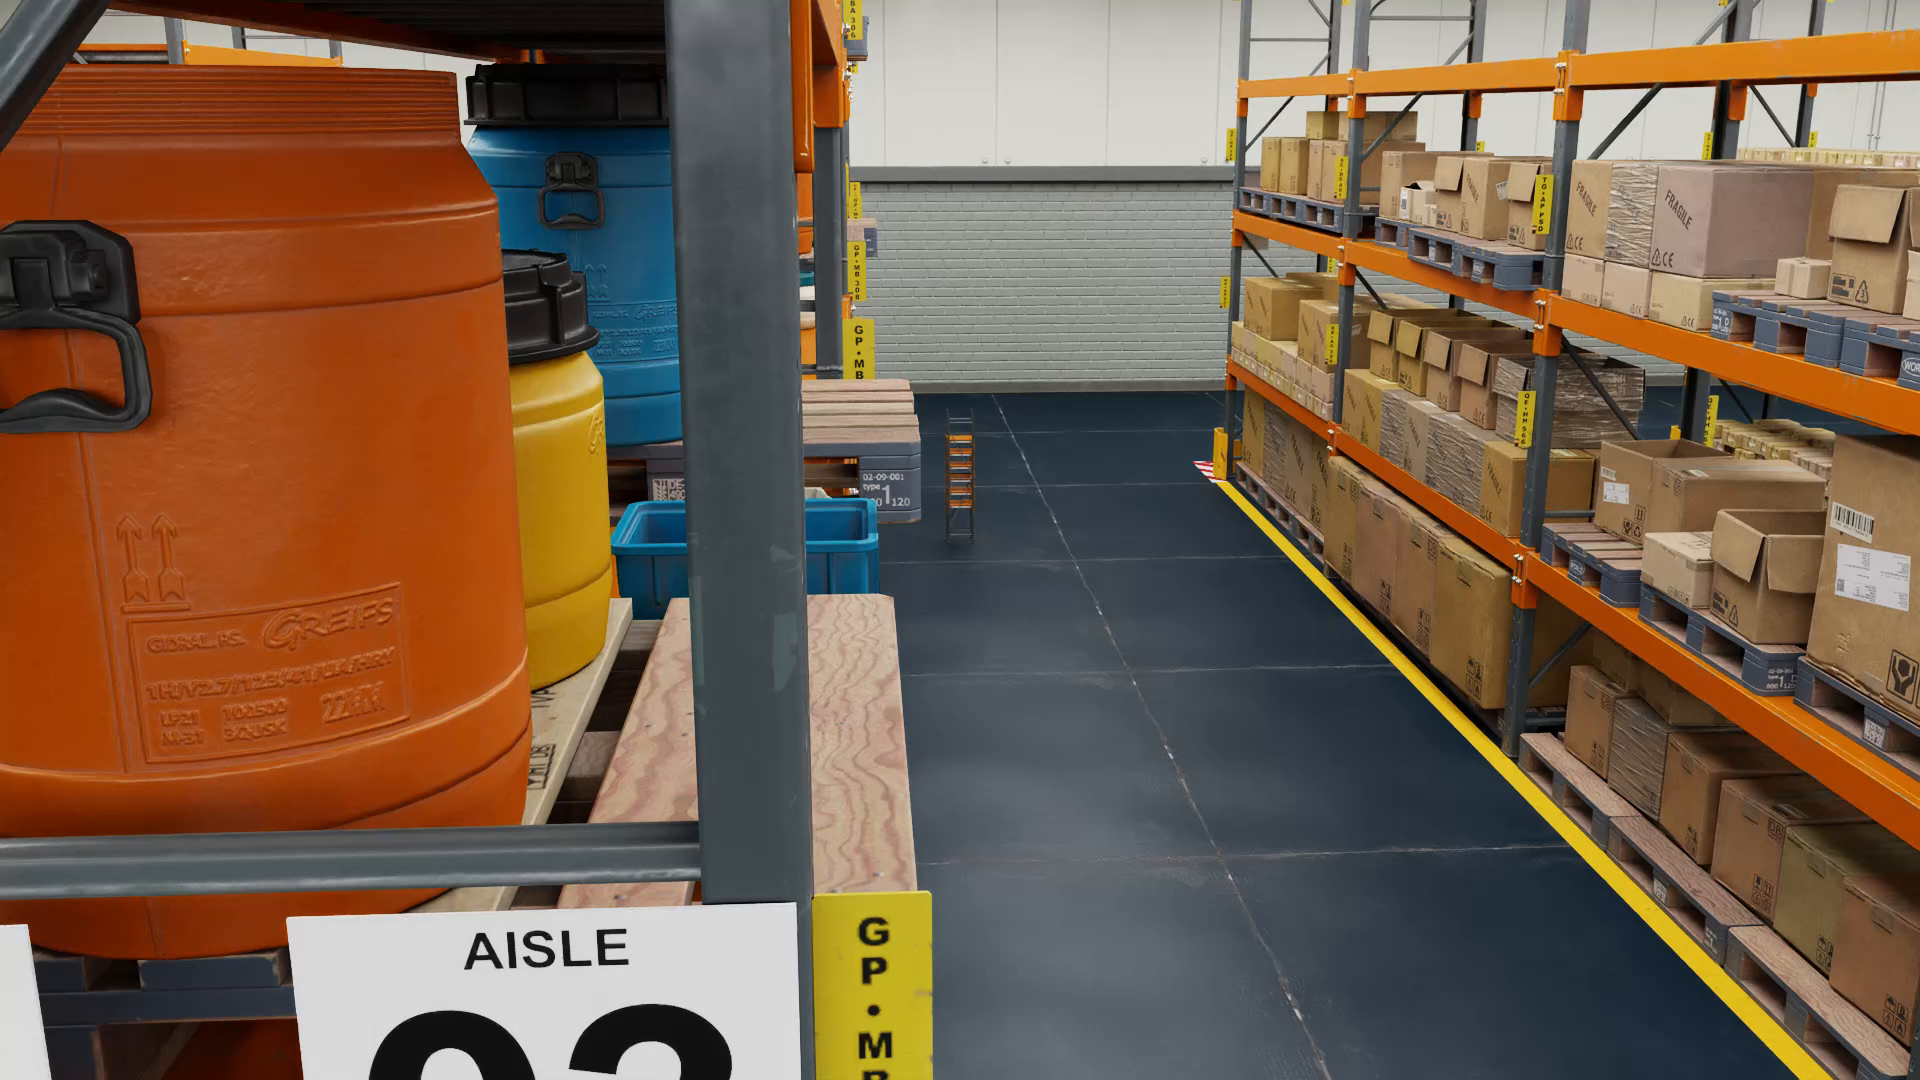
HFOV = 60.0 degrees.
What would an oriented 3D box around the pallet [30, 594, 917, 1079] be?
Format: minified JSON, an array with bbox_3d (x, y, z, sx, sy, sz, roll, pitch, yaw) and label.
[{"bbox_3d":[-0.577,0.349,2.232,1.003,0.211,1.213,-1,14,-3],"label":"pallet"}]

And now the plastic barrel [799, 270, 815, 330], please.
[{"bbox_3d":[-0.807,-1.145,7.938,0.301,0.262,0.301,0,14,0],"label":"plastic barrel"}]

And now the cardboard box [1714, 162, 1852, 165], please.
[{"bbox_3d":[4.147,-1.650,8.417,0.500,0.500,0.500,-1,14,-4],"label":"cardboard box"}]

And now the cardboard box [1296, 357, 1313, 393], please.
[{"bbox_3d":[3.253,-1.449,14.566,0.500,0.250,0.500,0,14,-2],"label":"cardboard box"}]

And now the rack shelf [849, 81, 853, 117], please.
[{"bbox_3d":[-1.490,-3.927,14.701,1.077,0.370,4.000,-1,14,-3],"label":"rack shelf"}]

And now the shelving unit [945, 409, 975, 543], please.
[{"bbox_3d":[0.001,-0.577,15.087,0.258,1.200,0.189,-1,14,-3],"label":"shelving unit"}]

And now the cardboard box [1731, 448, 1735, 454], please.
[{"bbox_3d":[8.126,-0.893,16.984,0.380,0.149,0.250,-1,14,-3],"label":"cardboard box"}]

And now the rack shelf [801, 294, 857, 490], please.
[{"bbox_3d":[-0.995,-0.679,7.293,1.077,0.370,4.000,-1,14,-3],"label":"rack shelf"}]

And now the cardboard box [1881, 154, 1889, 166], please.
[{"bbox_3d":[8.259,-3.276,14.442,0.380,0.149,0.250,0,14,-1],"label":"cardboard box"}]

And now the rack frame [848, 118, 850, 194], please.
[{"bbox_3d":[-1.614,-4.967,16.495,1.000,3.000,0.127,-1,14,-3],"label":"rack frame"}]

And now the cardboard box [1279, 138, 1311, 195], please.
[{"bbox_3d":[3.410,-3.493,15.541,0.700,0.500,0.500,-2,15,-7],"label":"cardboard box"}]

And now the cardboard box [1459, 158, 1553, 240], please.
[{"bbox_3d":[3.574,-2.217,10.783,0.500,0.500,0.500,0,14,0],"label":"cardboard box"}]

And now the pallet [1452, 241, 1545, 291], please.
[{"bbox_3d":[3.732,-1.669,10.076,1.213,0.211,1.003,0,14,-1],"label":"pallet"}]

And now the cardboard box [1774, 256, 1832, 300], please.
[{"bbox_3d":[3.857,-1.161,7.350,0.380,0.166,0.250,-1,14,-5],"label":"cardboard box"}]

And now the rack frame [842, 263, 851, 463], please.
[{"bbox_3d":[-1.119,-0.072,9.510,1.000,3.000,0.127,-1,14,-3],"label":"rack frame"}]

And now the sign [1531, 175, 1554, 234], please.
[{"bbox_3d":[3.270,-1.883,9.334,0.100,0.325,0.005,-1,14,-3],"label":"sign"}]

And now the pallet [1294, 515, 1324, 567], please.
[{"bbox_3d":[3.608,0.017,14.761,1.003,0.211,1.213,-1,14,-3],"label":"pallet"}]

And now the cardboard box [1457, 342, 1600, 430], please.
[{"bbox_3d":[3.758,-1.027,11.007,0.797,0.503,0.637,-1,14,-2],"label":"cardboard box"}]

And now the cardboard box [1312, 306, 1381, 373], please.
[{"bbox_3d":[3.282,-1.688,13.990,0.500,0.500,0.500,0,14,-2],"label":"cardboard box"}]

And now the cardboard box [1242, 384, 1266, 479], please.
[{"bbox_3d":[3.449,-1.154,17.139,0.875,0.875,0.875,-1,14,-3],"label":"cardboard box"}]

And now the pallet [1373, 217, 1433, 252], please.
[{"bbox_3d":[3.683,-2.276,12.440,0.805,0.209,1.217,-1,15,-6],"label":"pallet"}]

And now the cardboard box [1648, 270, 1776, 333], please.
[{"bbox_3d":[3.673,-1.152,7.990,0.500,0.250,0.500,-1,14,-2],"label":"cardboard box"}]

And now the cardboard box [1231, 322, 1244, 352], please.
[{"bbox_3d":[3.089,-2.086,17.041,0.500,0.250,0.500,-1,14,-5],"label":"cardboard box"}]

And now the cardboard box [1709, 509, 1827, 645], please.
[{"bbox_3d":[3.873,0.163,7.546,0.797,0.503,0.637,1,14,2],"label":"cardboard box"}]

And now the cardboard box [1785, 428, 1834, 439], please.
[{"bbox_3d":[8.673,-1.047,16.983,0.380,0.149,0.250,-1,14,-5],"label":"cardboard box"}]

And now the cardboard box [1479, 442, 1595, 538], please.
[{"bbox_3d":[3.547,-0.316,10.257,0.500,0.500,0.500,0,14,-2],"label":"cardboard box"}]

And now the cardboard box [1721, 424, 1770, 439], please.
[{"bbox_3d":[8.116,-1.098,17.182,0.380,0.149,0.250,-1,14,-2],"label":"cardboard box"}]

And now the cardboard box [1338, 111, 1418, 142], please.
[{"bbox_3d":[3.525,-3.493,14.039,0.500,0.250,0.500,-2,15,-7],"label":"cardboard box"}]

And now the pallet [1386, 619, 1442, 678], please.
[{"bbox_3d":[3.779,0.702,12.098,1.003,0.211,1.213,-1,14,-3],"label":"pallet"}]

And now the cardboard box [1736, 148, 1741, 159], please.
[{"bbox_3d":[8.079,-3.921,16.946,0.380,0.149,0.250,-1,14,-4],"label":"cardboard box"}]

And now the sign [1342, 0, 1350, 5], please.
[{"bbox_3d":[3.872,-5.539,16.685,0.100,0.325,0.005,-1,14,-3],"label":"sign"}]

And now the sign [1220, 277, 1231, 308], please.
[{"bbox_3d":[2.775,-2.589,17.395,0.100,0.325,0.005,-1,14,-3],"label":"sign"}]

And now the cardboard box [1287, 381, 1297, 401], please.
[{"bbox_3d":[3.167,-1.348,14.975,0.380,0.149,0.250,-1,14,-2],"label":"cardboard box"}]

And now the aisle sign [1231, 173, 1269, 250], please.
[{"bbox_3d":[3.025,-3.410,17.268,0.394,0.787,0.004,-1,14,-3],"label":"aisle sign"}]

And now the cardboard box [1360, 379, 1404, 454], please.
[{"bbox_3d":[3.388,-0.948,12.716,0.500,0.500,0.500,-1,14,-3],"label":"cardboard box"}]

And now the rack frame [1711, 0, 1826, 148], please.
[{"bbox_3d":[8.286,-5.095,16.992,1.000,3.000,0.127,-1,14,-3],"label":"rack frame"}]

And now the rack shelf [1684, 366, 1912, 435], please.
[{"bbox_3d":[8.410,-1.344,15.896,1.077,0.370,4.000,-1,14,-3],"label":"rack shelf"}]

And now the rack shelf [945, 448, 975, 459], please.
[{"bbox_3d":[0.001,-0.767,15.038,0.258,0.103,0.180,-1,14,-3],"label":"rack shelf"}]

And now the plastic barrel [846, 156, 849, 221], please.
[{"bbox_3d":[-1.107,-2.590,12.057,0.600,0.588,0.600,0,14,0],"label":"plastic barrel"}]

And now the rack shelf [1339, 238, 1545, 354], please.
[{"bbox_3d":[3.701,-1.750,11.456,1.077,0.370,4.000,-1,14,-3],"label":"rack shelf"}]

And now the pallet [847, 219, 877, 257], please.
[{"bbox_3d":[-1.220,-2.235,12.274,1.213,0.211,1.003,-1,14,-3],"label":"pallet"}]

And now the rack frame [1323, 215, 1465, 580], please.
[{"bbox_3d":[3.577,-1.143,13.674,1.000,3.000,0.127,-1,14,-3],"label":"rack frame"}]

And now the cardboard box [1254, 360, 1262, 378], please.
[{"bbox_3d":[3.087,-1.667,16.215,0.380,0.149,0.250,-1,14,-5],"label":"cardboard box"}]

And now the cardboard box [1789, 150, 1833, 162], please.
[{"bbox_3d":[8.078,-3.598,15.693,0.380,0.149,0.250,0,14,-2],"label":"cardboard box"}]

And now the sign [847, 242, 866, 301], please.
[{"bbox_3d":[-0.570,-1.484,9.189,0.100,0.325,0.005,-1,14,-3],"label":"sign"}]

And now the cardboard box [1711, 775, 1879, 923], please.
[{"bbox_3d":[4.010,1.433,7.795,0.700,0.500,0.500,-2,15,-8],"label":"cardboard box"}]

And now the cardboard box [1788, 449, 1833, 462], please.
[{"bbox_3d":[8.192,-0.777,15.934,0.380,0.149,0.250,-1,14,-3],"label":"cardboard box"}]

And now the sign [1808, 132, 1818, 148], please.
[{"bbox_3d":[8.841,-4.075,17.270,0.100,0.325,0.005,-1,14,-3],"label":"sign"}]

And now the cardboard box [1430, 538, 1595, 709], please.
[{"bbox_3d":[3.803,0.505,10.688,1.225,0.875,0.875,-2,15,-6],"label":"cardboard box"}]

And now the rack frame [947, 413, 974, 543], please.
[{"bbox_3d":[0.007,-0.555,14.998,0.240,1.200,0.006,-1,14,-3],"label":"rack frame"}]

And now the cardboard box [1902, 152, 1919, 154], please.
[{"bbox_3d":[8.724,-3.414,14.975,0.380,0.149,0.250,0,14,-1],"label":"cardboard box"}]
